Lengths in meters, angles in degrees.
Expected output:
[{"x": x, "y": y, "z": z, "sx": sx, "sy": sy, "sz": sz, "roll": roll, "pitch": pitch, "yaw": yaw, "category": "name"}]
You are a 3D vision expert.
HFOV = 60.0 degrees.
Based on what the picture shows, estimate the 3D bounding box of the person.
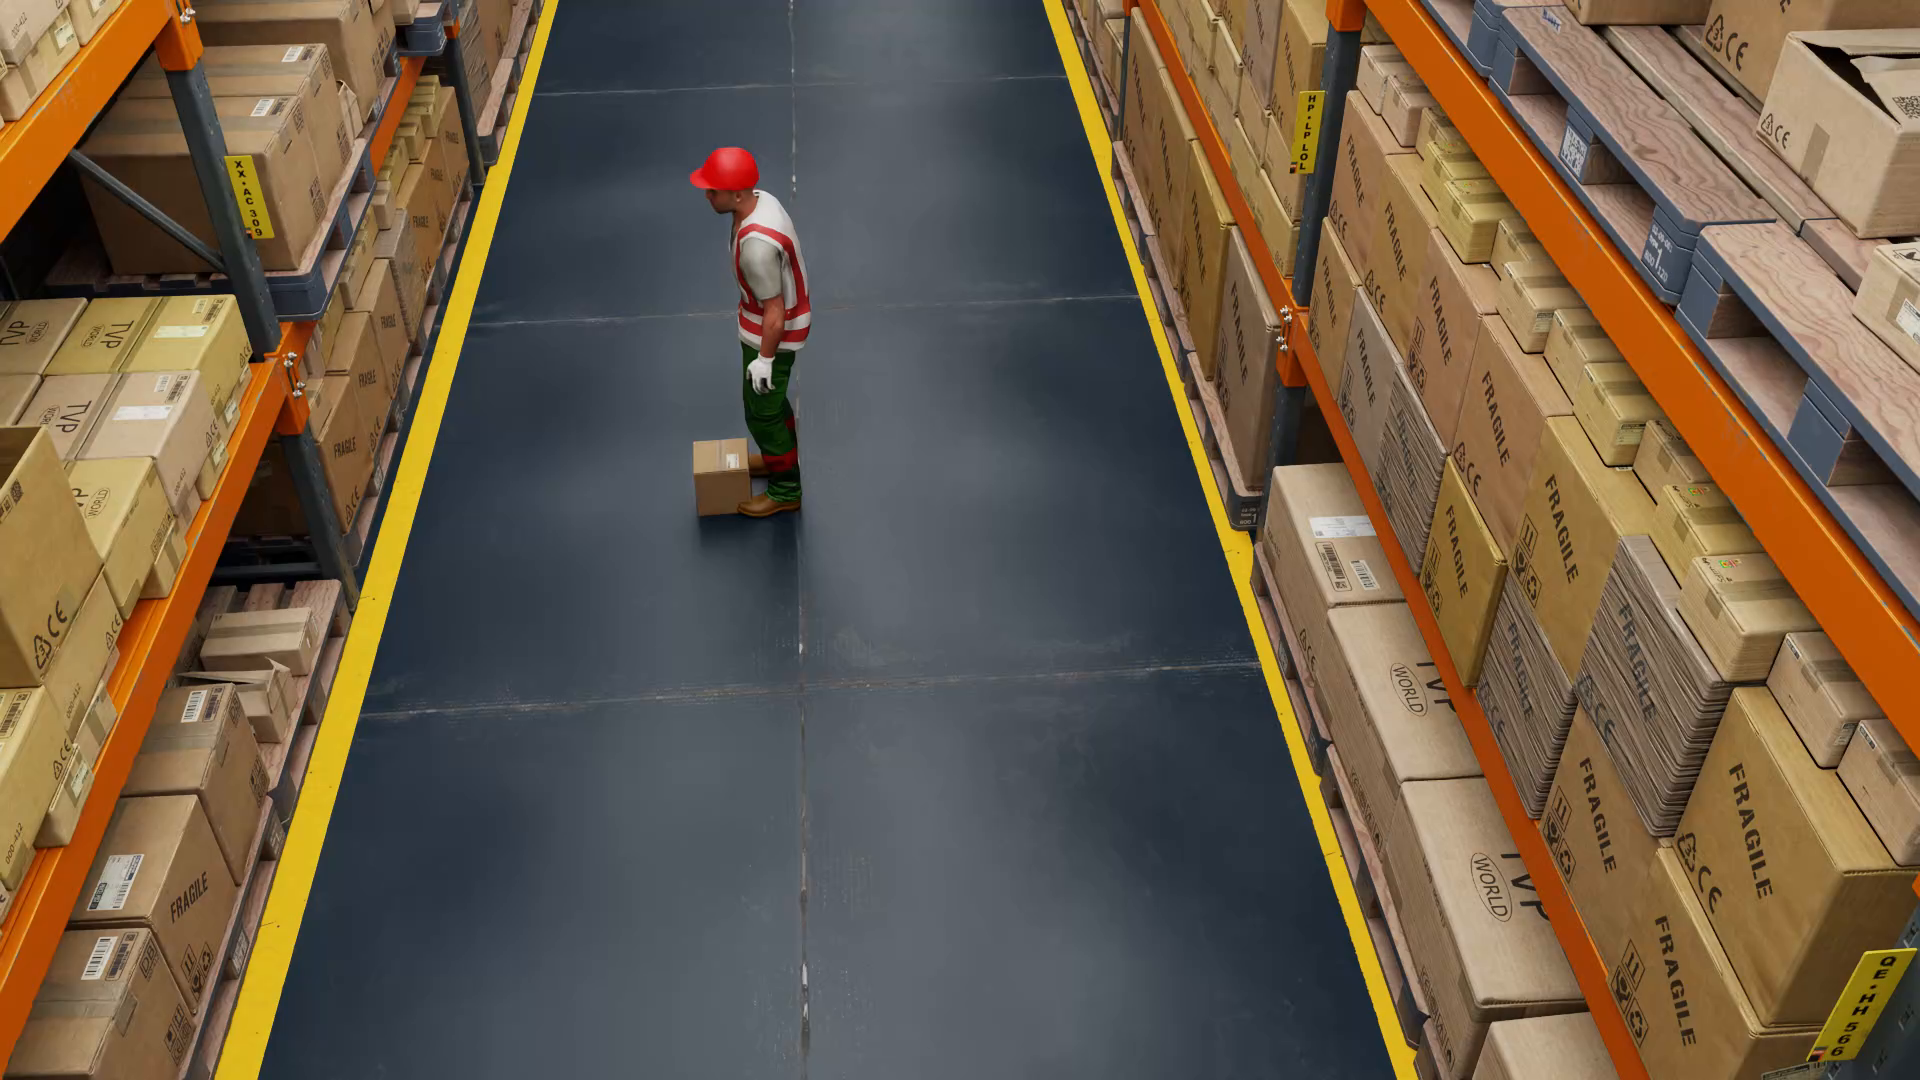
[{"x": -0.885, "y": -0.907, "z": 7.272, "sx": 0.455, "sy": 1.779, "sz": 0.611, "roll": -3, "pitch": 39, "yaw": -4, "category": "person"}]
